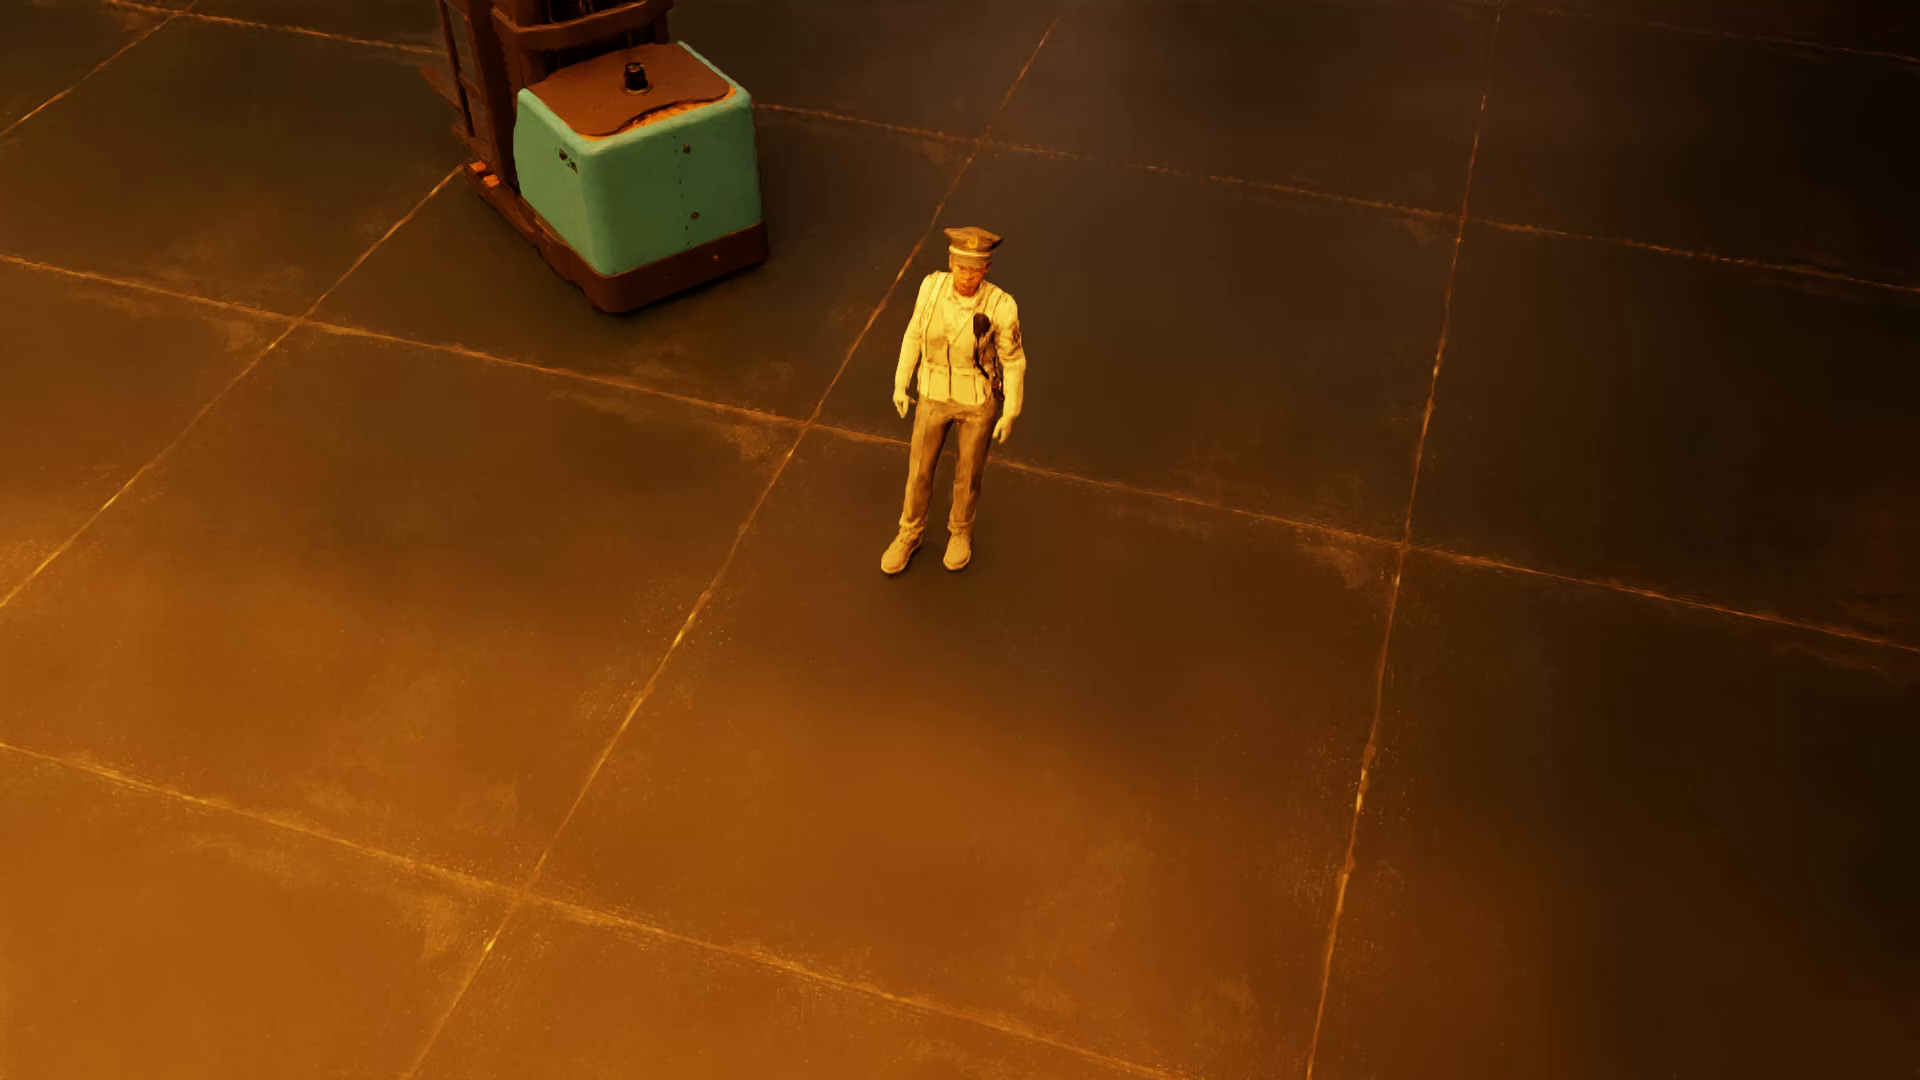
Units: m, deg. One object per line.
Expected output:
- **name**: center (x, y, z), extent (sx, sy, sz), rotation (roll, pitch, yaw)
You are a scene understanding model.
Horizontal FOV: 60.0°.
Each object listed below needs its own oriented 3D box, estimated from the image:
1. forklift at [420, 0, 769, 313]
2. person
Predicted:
- **forklift**: center (-2.358, -3.274, 9.208), extent (1.130, 2.935, 3.031), rotation (-26, 49, -25)
- **person**: center (-0.027, -0.584, 7.213), extent (0.586, 1.695, 0.532), rotation (12, 44, 13)
